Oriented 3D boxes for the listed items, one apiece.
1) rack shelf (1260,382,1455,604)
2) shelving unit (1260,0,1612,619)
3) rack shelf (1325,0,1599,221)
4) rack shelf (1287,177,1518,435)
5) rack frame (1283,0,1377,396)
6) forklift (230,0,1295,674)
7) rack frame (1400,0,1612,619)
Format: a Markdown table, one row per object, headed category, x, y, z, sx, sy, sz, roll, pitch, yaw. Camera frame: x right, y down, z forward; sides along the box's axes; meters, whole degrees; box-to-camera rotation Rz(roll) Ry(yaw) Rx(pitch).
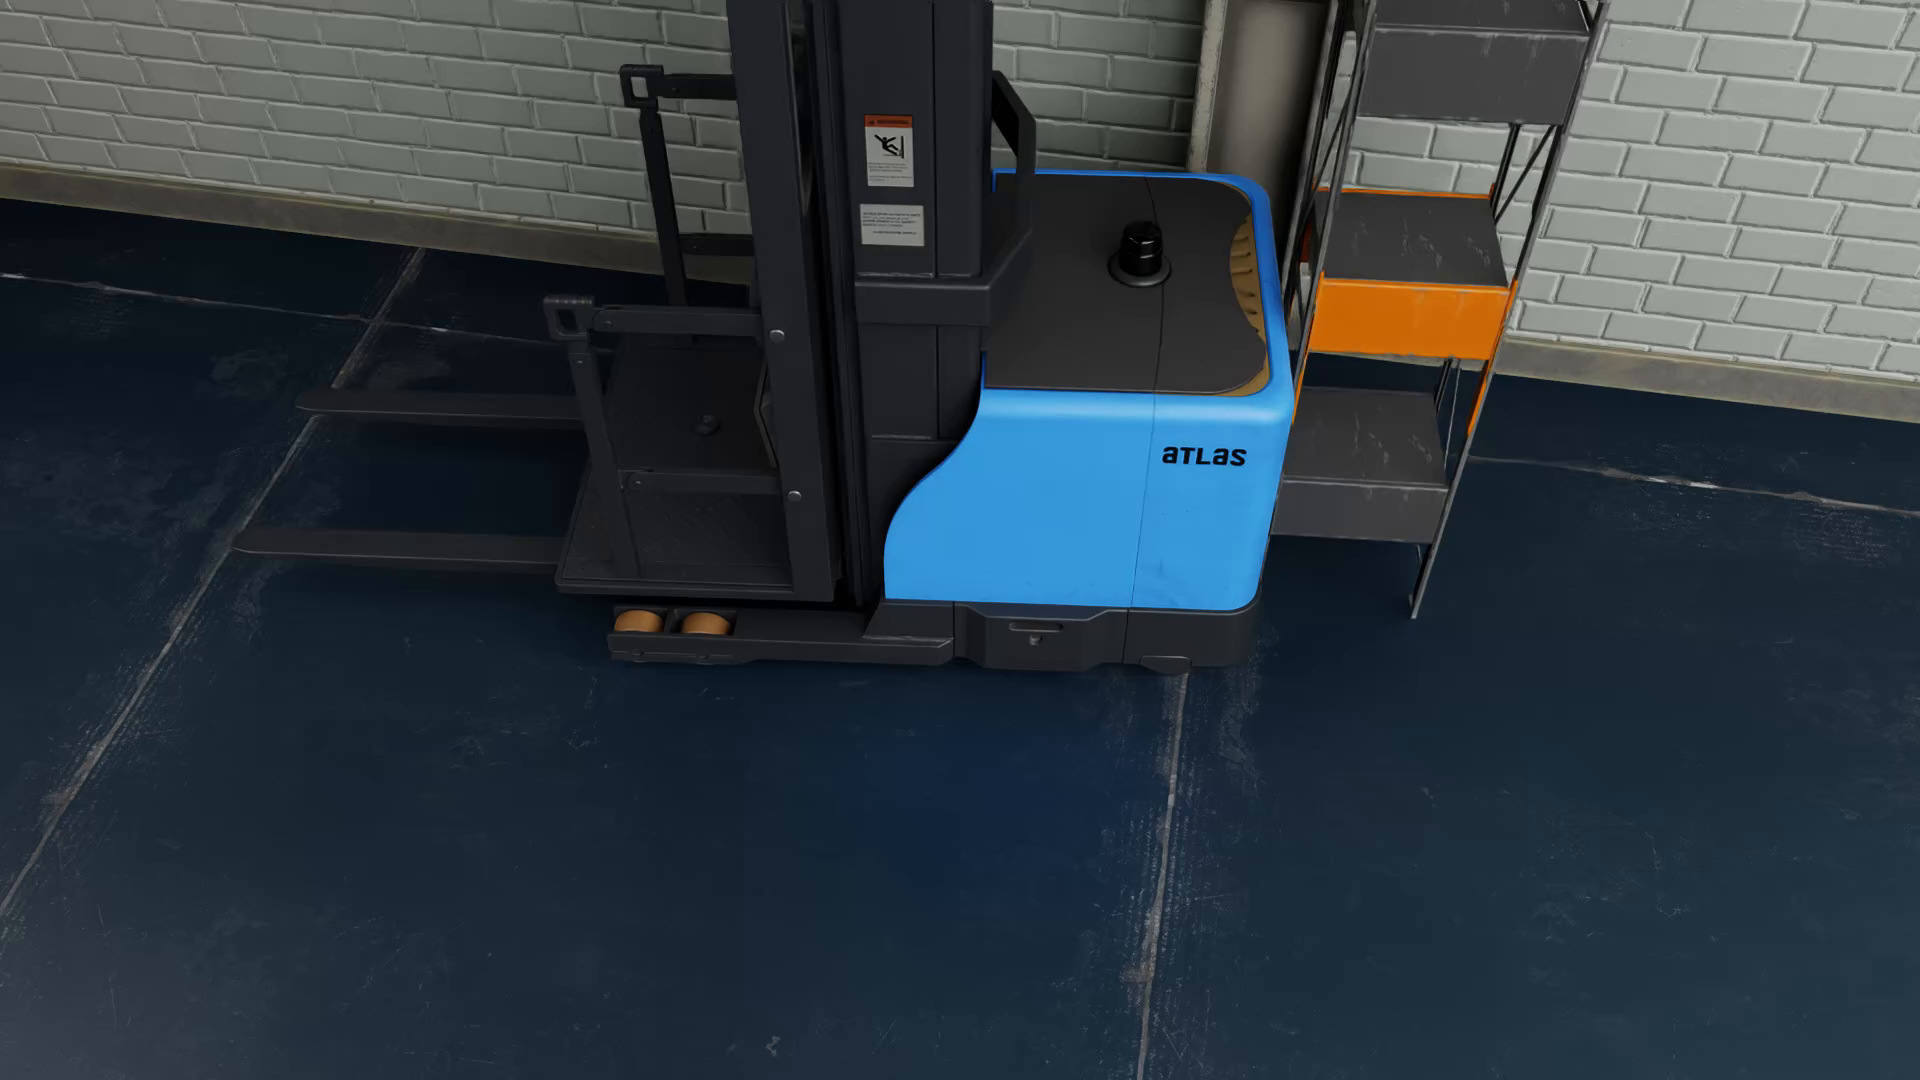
| category | x | y | z | sx | sy | sz | roll | pitch | yaw |
| --- | --- | --- | --- | --- | --- | --- | --- | --- | --- |
| rack shelf | 1.144 | -0.149 | 4.929 | 0.480 | 0.518 | 0.431 | 3 | 48 | 3 |
| shelving unit | 1.144 | -0.631 | 4.403 | 0.503 | 2.100 | 0.431 | 3 | 48 | 3 |
| rack shelf | 1.145 | -1.094 | 3.896 | 0.480 | 0.518 | 0.431 | 3 | 48 | 3 |
| rack shelf | 1.144 | -0.622 | 4.413 | 0.480 | 0.518 | 0.431 | 3 | 48 | 3 |
| rack frame | 0.901 | -0.645 | 4.416 | 0.015 | 2.100 | 0.400 | 3 | 48 | 3 |
| forklift | -0.639 | -1.002 | 4.180 | 3.031 | 2.935 | 1.130 | 2 | 48 | 2 |
| rack frame | 1.387 | -0.617 | 4.390 | 0.015 | 2.100 | 0.400 | 3 | 48 | 3 |
